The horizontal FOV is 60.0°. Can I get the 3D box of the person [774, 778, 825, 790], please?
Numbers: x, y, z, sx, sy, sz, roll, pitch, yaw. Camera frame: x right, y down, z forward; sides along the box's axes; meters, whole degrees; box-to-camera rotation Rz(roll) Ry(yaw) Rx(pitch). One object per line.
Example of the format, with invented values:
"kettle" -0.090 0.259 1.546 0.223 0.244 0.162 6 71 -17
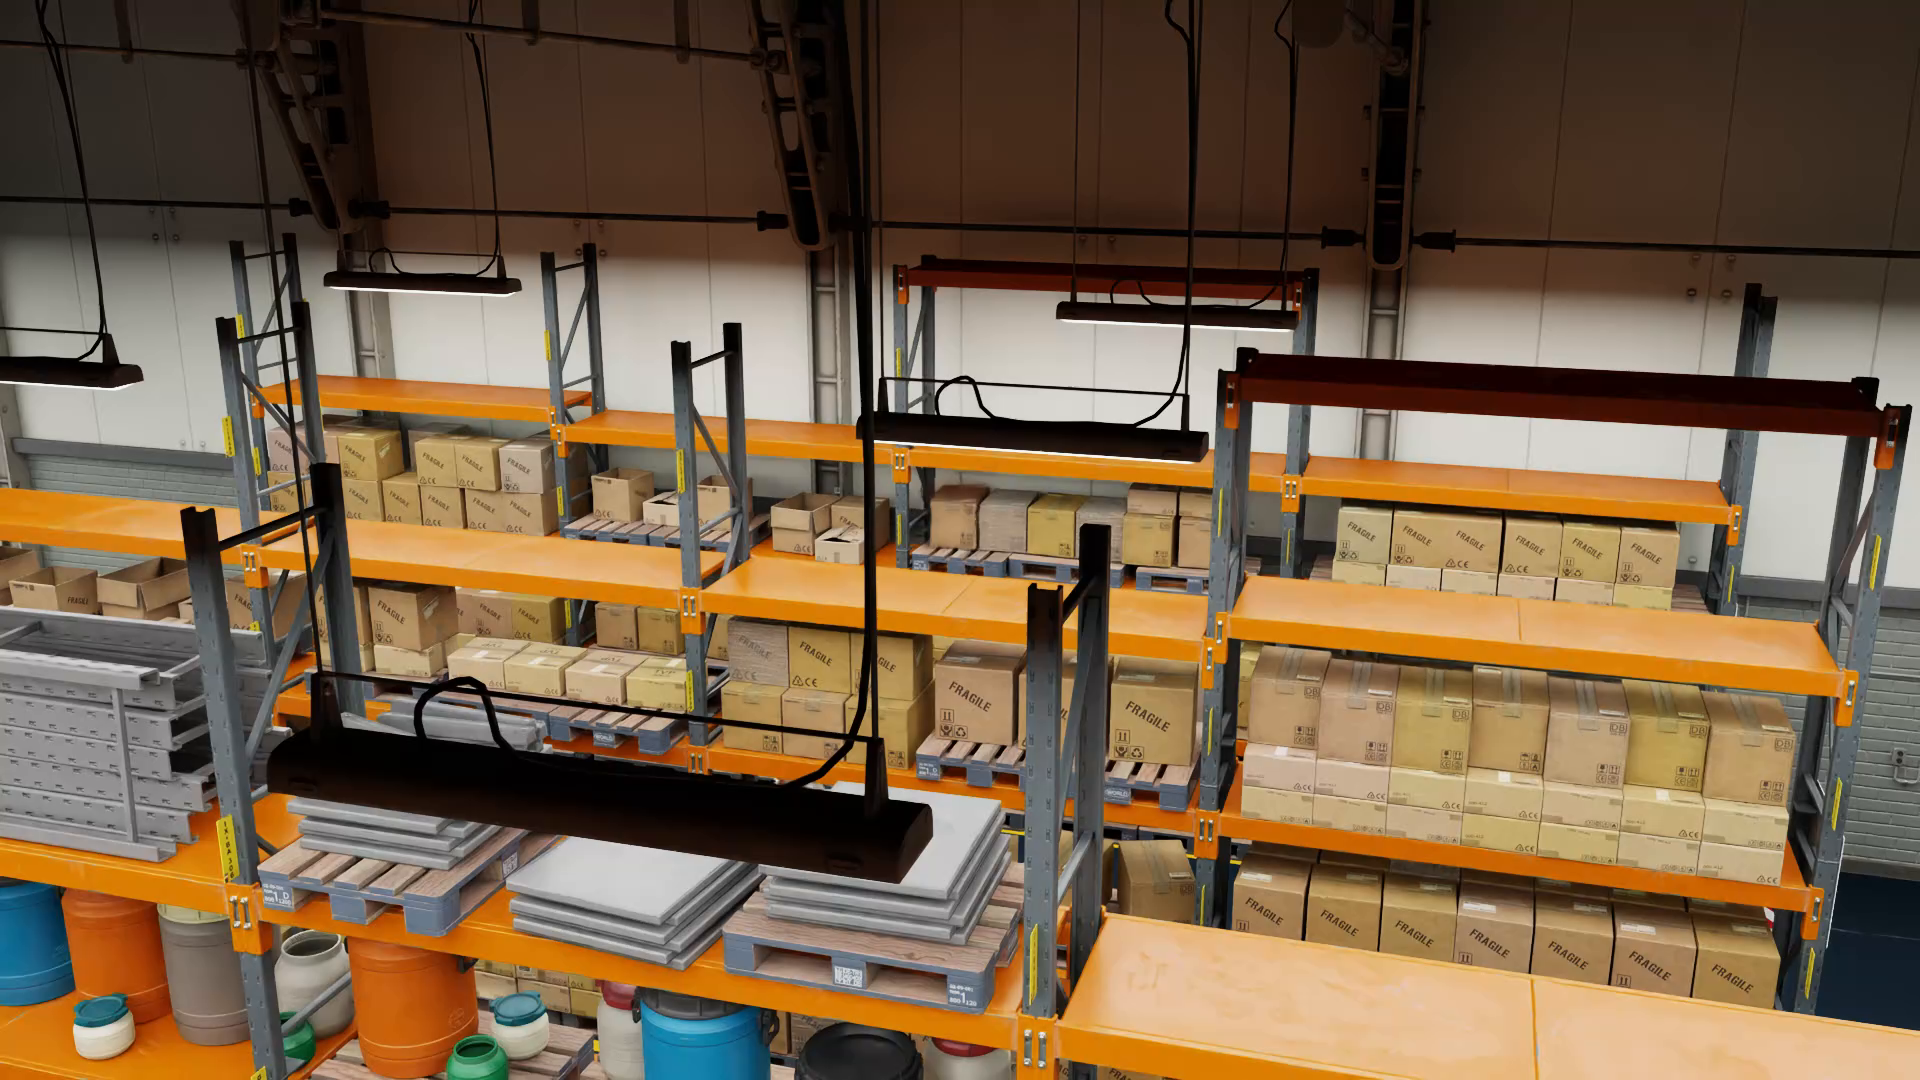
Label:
"person" -1.664 2.364 16.871 0.659 1.619 0.595 7 18 23
